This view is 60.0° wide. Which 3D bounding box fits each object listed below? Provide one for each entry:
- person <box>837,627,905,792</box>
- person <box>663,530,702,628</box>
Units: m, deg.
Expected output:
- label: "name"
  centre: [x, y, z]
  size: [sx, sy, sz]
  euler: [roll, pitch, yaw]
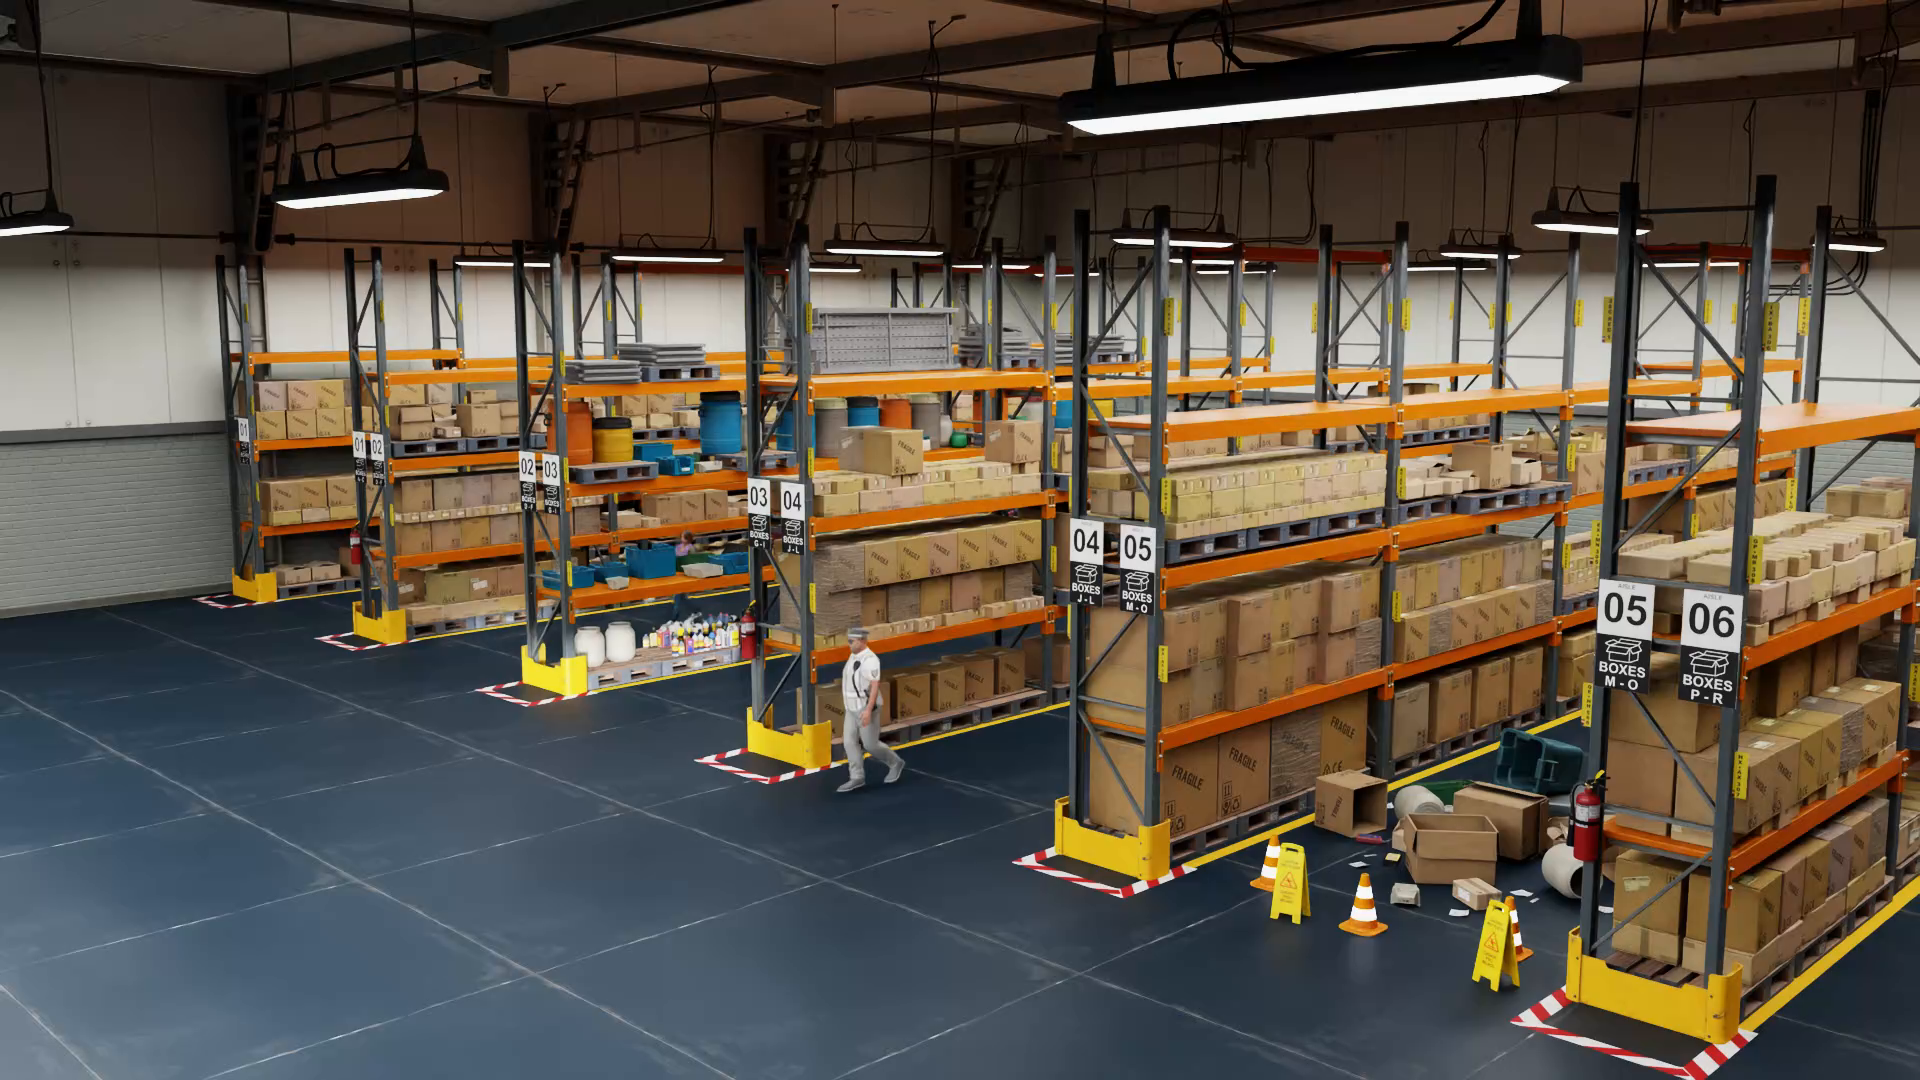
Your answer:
- label: "person"
  centre: [-0.976, 1.796, 17.836]
  size: [0.755, 1.756, 0.592]
  euler: [-5, 10, -33]
- label: "person"
  centre: [-4.466, 0.607, 26.780]
  size: [0.503, 1.563, 0.789]
  euler: [7, 11, 41]
